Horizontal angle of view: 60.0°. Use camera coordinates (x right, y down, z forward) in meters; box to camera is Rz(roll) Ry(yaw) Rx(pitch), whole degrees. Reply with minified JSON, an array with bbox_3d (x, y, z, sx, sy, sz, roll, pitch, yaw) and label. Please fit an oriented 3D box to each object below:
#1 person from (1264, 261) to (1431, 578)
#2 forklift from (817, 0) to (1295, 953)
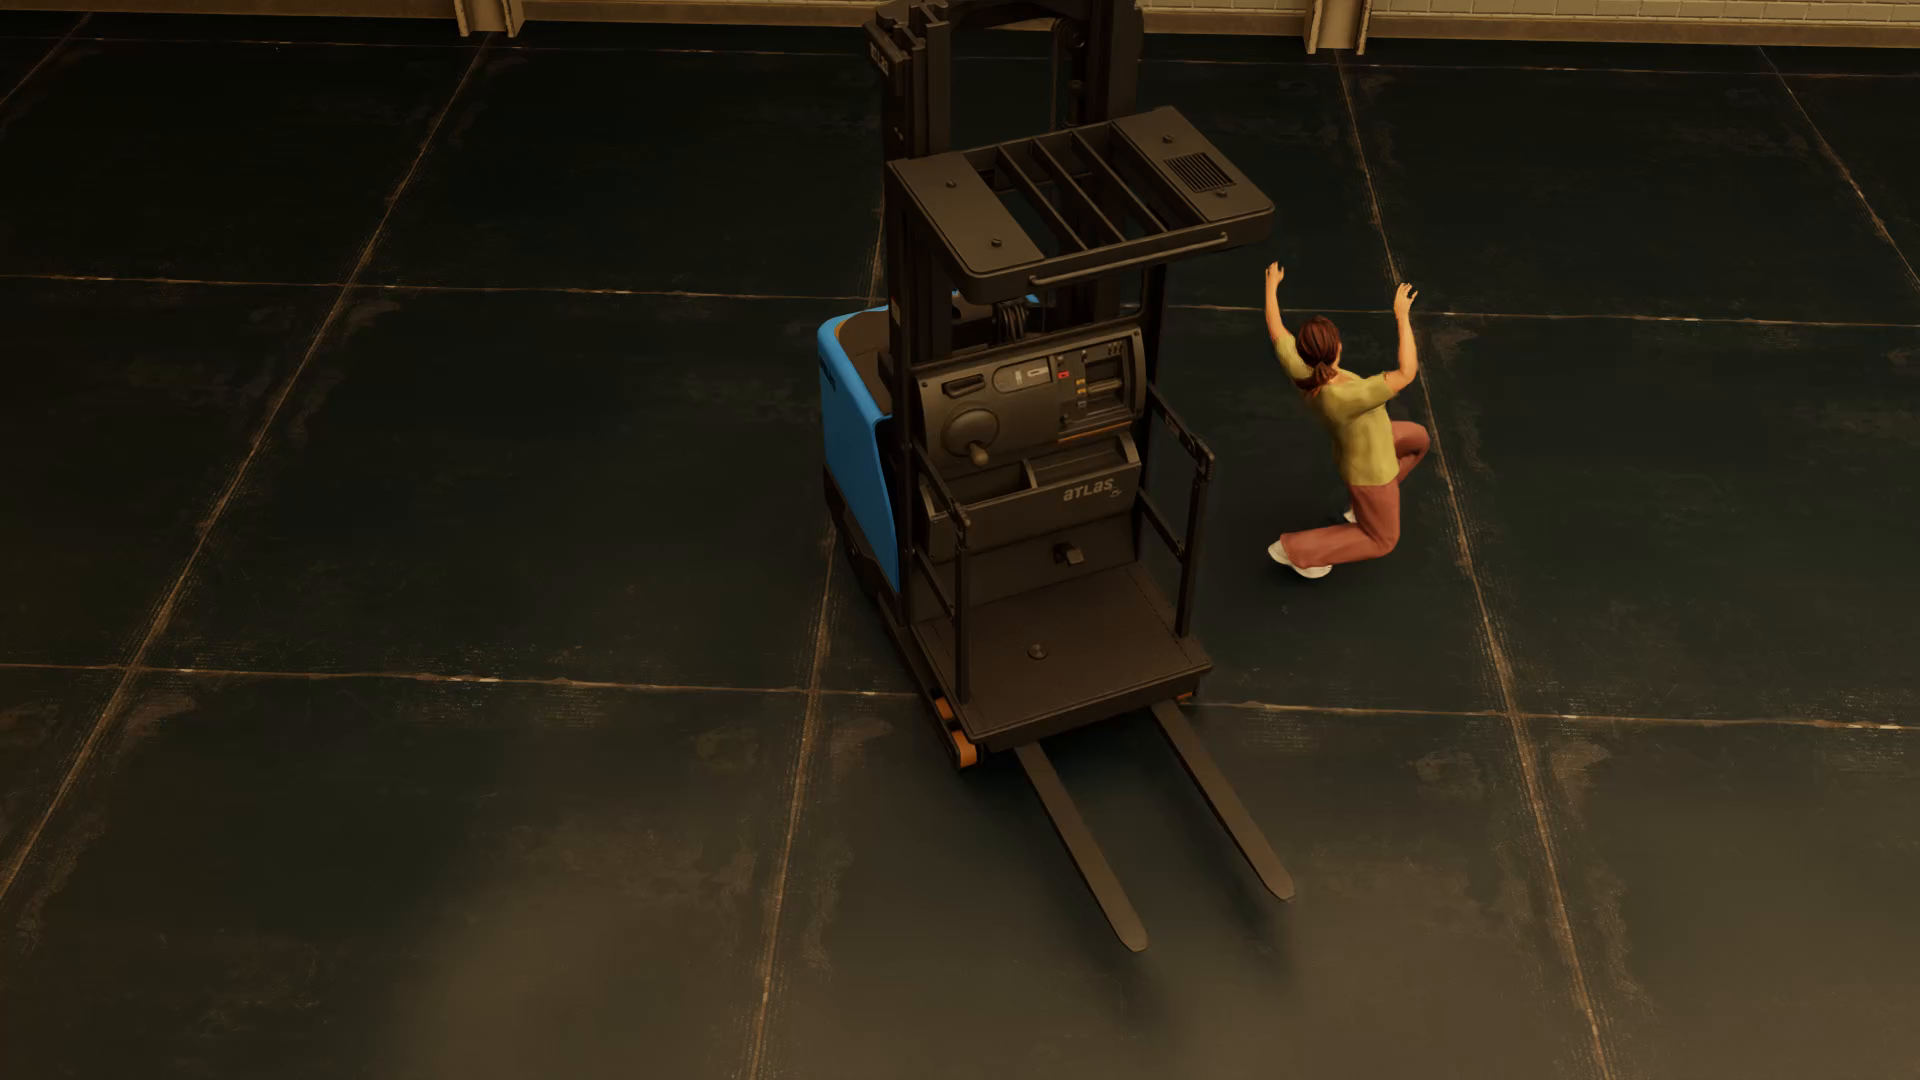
[{"bbox_3d":[1.750,-0.597,7.461,0.801,1.530,0.992,-8,43,-8],"label":"person"},{"bbox_3d":[0.367,-0.467,6.254,1.130,2.935,3.031,-15,45,-16],"label":"forklift"}]
